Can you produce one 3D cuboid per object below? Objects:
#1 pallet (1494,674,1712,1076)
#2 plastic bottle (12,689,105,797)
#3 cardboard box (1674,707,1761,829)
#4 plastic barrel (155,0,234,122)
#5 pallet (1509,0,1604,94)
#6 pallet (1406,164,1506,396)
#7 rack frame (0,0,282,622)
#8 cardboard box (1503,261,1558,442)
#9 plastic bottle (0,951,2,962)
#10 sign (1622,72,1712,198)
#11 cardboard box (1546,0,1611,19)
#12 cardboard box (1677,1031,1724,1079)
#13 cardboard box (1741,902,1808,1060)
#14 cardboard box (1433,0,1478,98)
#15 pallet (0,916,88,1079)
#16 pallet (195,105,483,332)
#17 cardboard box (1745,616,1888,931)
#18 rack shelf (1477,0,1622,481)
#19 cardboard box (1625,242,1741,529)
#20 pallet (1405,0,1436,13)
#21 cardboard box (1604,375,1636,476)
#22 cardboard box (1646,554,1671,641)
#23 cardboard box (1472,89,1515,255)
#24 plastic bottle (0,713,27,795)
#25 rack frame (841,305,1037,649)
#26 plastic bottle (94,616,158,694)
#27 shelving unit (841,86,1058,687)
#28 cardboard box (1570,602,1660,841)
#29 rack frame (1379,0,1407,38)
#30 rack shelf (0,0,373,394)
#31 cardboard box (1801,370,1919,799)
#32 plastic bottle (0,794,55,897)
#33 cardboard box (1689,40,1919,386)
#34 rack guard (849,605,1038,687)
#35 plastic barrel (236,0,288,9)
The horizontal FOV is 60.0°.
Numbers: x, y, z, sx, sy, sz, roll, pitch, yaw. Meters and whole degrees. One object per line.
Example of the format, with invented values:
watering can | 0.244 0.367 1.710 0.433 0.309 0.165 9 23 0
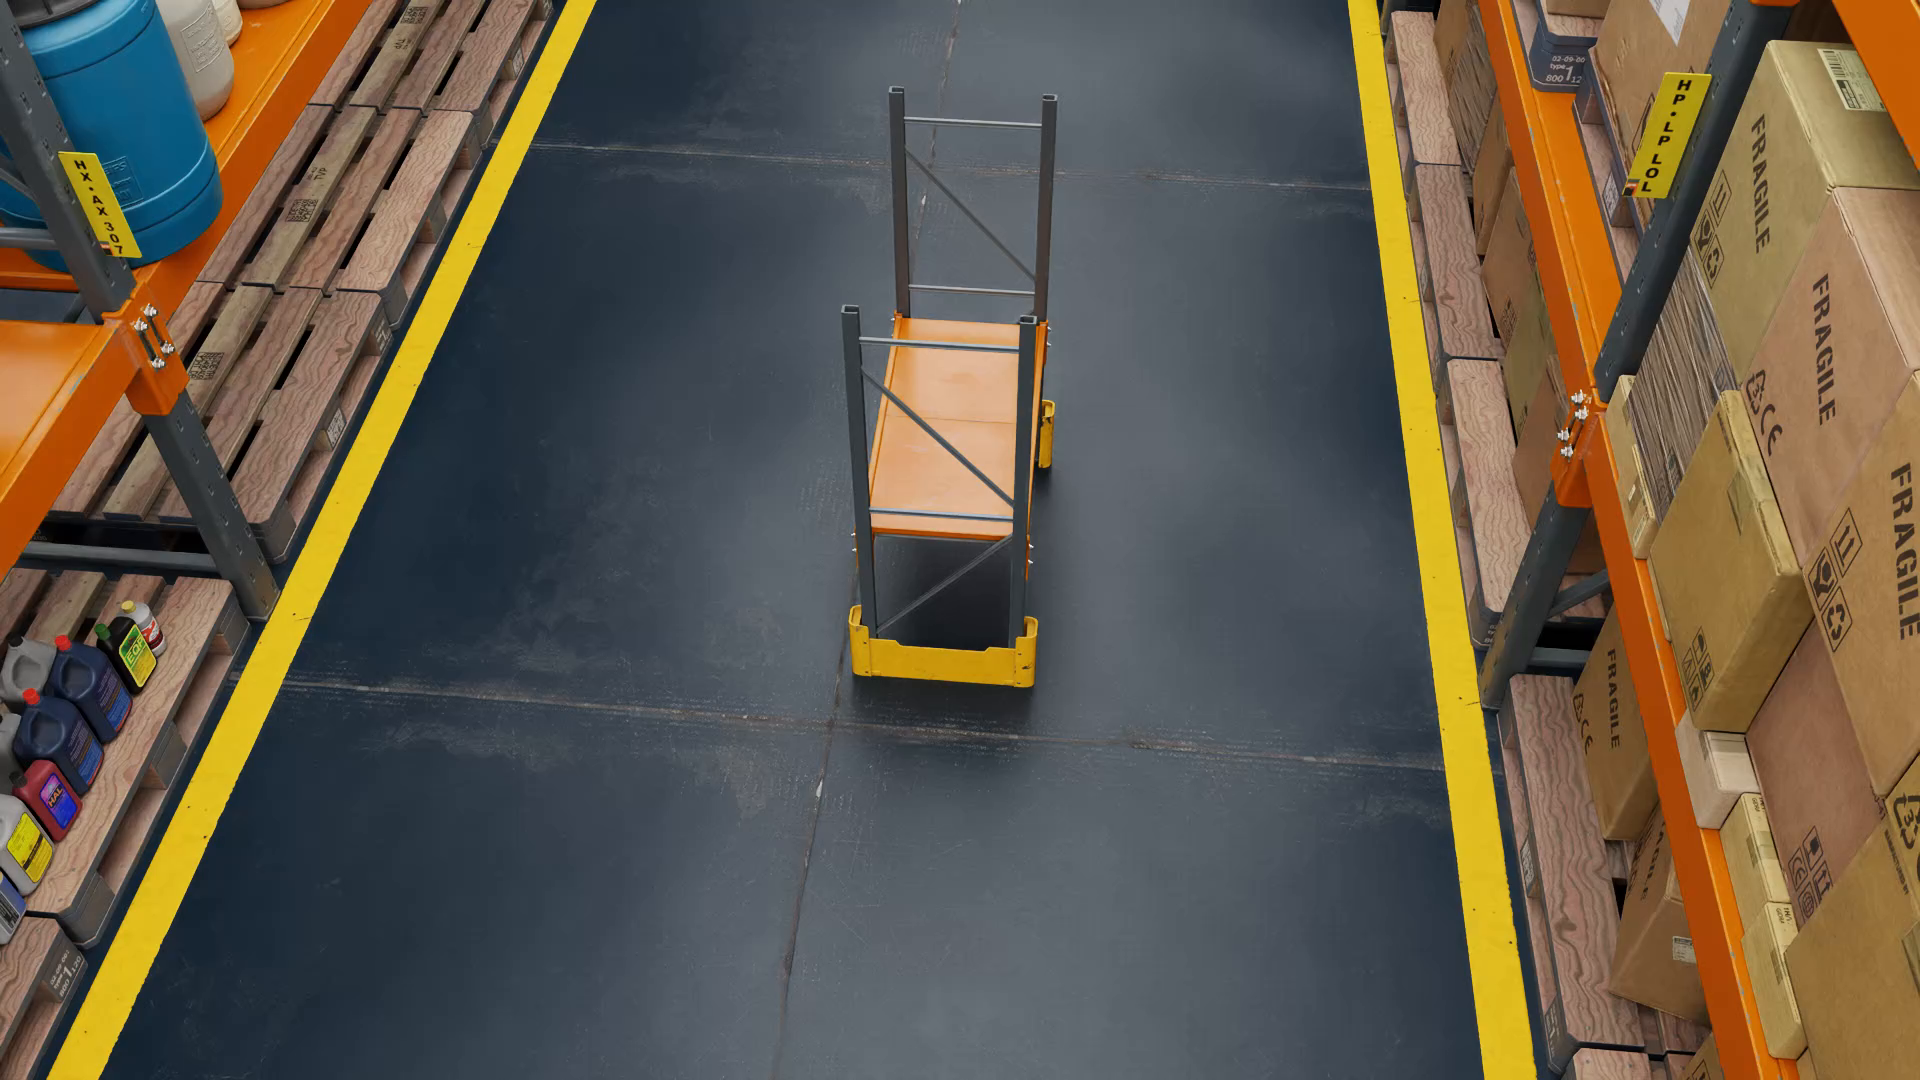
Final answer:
pallet | 2.126 0.950 4.738 1.003 0.211 1.213 4 48 4
plastic bottle | -2.570 0.559 4.703 0.144 0.351 0.185 2 48 2
cardboard box | 1.724 0.469 3.458 0.380 0.149 0.250 4 48 4
plastic barrel | -2.475 -1.554 5.046 0.433 0.535 0.433 0 48 0
pallet | 2.377 -1.904 5.589 1.003 0.211 1.213 4 48 4
pallet | 2.330 -1.017 6.537 1.003 0.211 1.213 4 48 4
rack frame | -2.781 -0.820 4.467 1.000 3.000 0.127 4 48 4
cardboard box | 2.291 -0.591 5.653 0.700 0.500 0.500 4 48 3
plastic bottle | -2.602 1.055 4.351 0.097 0.201 0.097 0 48 0
sign | 1.599 -0.912 3.767 0.100 0.325 0.005 4 48 4
cardboard box | 2.218 -1.943 5.140 0.797 0.503 0.637 8 48 8
cardboard box | 2.052 1.389 3.856 0.500 0.500 0.500 0 48 0
cardboard box | 1.709 0.839 3.120 0.380 0.149 0.250 4 48 4
cardboard box | 2.475 -2.237 7.159 0.700 0.500 0.500 2 48 1
pallet | -2.992 1.511 4.225 1.003 0.211 1.213 4 48 4
pallet | -2.639 -1.357 6.848 1.003 0.211 1.213 4 48 4
cardboard box | 2.023 0.445 3.041 0.875 0.500 0.500 4 48 4
rack shelf | 2.334 -1.714 5.772 1.077 0.370 4.000 4 48 4
cardboard box | 2.049 -0.294 3.717 0.875 0.500 0.500 4 48 4
pallet | 2.663 -3.059 8.405 1.003 0.211 1.213 4 48 4
cardboard box | 1.833 -0.264 4.129 0.380 0.149 0.250 4 48 4
cardboard box | 1.802 0.104 3.792 0.380 0.149 0.250 4 48 4
cardboard box | 2.392 -1.412 6.404 0.700 0.500 0.500 7 48 7
plastic bottle | -2.720 0.593 4.722 0.152 0.276 0.135 4 48 4
rack frame | -0.054 -0.070 4.798 0.500 1.500 0.032 4 48 4
plastic bottle | -2.496 0.324 4.963 0.061 0.283 0.133 6 48 5
shelving unit | -0.007 -0.450 5.145 0.587 1.500 1.083 4 48 4
cardboard box | 2.075 0.506 4.663 0.500 0.500 0.500 3 48 2
rack frame | 2.516 -3.426 6.851 1.000 3.000 0.127 4 48 4
rack shelf | -2.598 -2.047 6.077 1.077 0.370 4.000 4 48 4
cardboard box | 1.767 0.090 2.688 0.500 0.500 0.500 4 48 4
plastic bottle | -2.599 0.797 4.486 0.144 0.351 0.185 4 48 3
cardboard box | 1.857 -0.645 3.360 0.500 0.500 0.500 4 48 4
rack guard | -0.052 0.338 5.272 0.587 0.250 0.087 4 48 4
plastic barrel | -2.408 -2.093 5.540 0.433 0.535 0.433 0 48 0
